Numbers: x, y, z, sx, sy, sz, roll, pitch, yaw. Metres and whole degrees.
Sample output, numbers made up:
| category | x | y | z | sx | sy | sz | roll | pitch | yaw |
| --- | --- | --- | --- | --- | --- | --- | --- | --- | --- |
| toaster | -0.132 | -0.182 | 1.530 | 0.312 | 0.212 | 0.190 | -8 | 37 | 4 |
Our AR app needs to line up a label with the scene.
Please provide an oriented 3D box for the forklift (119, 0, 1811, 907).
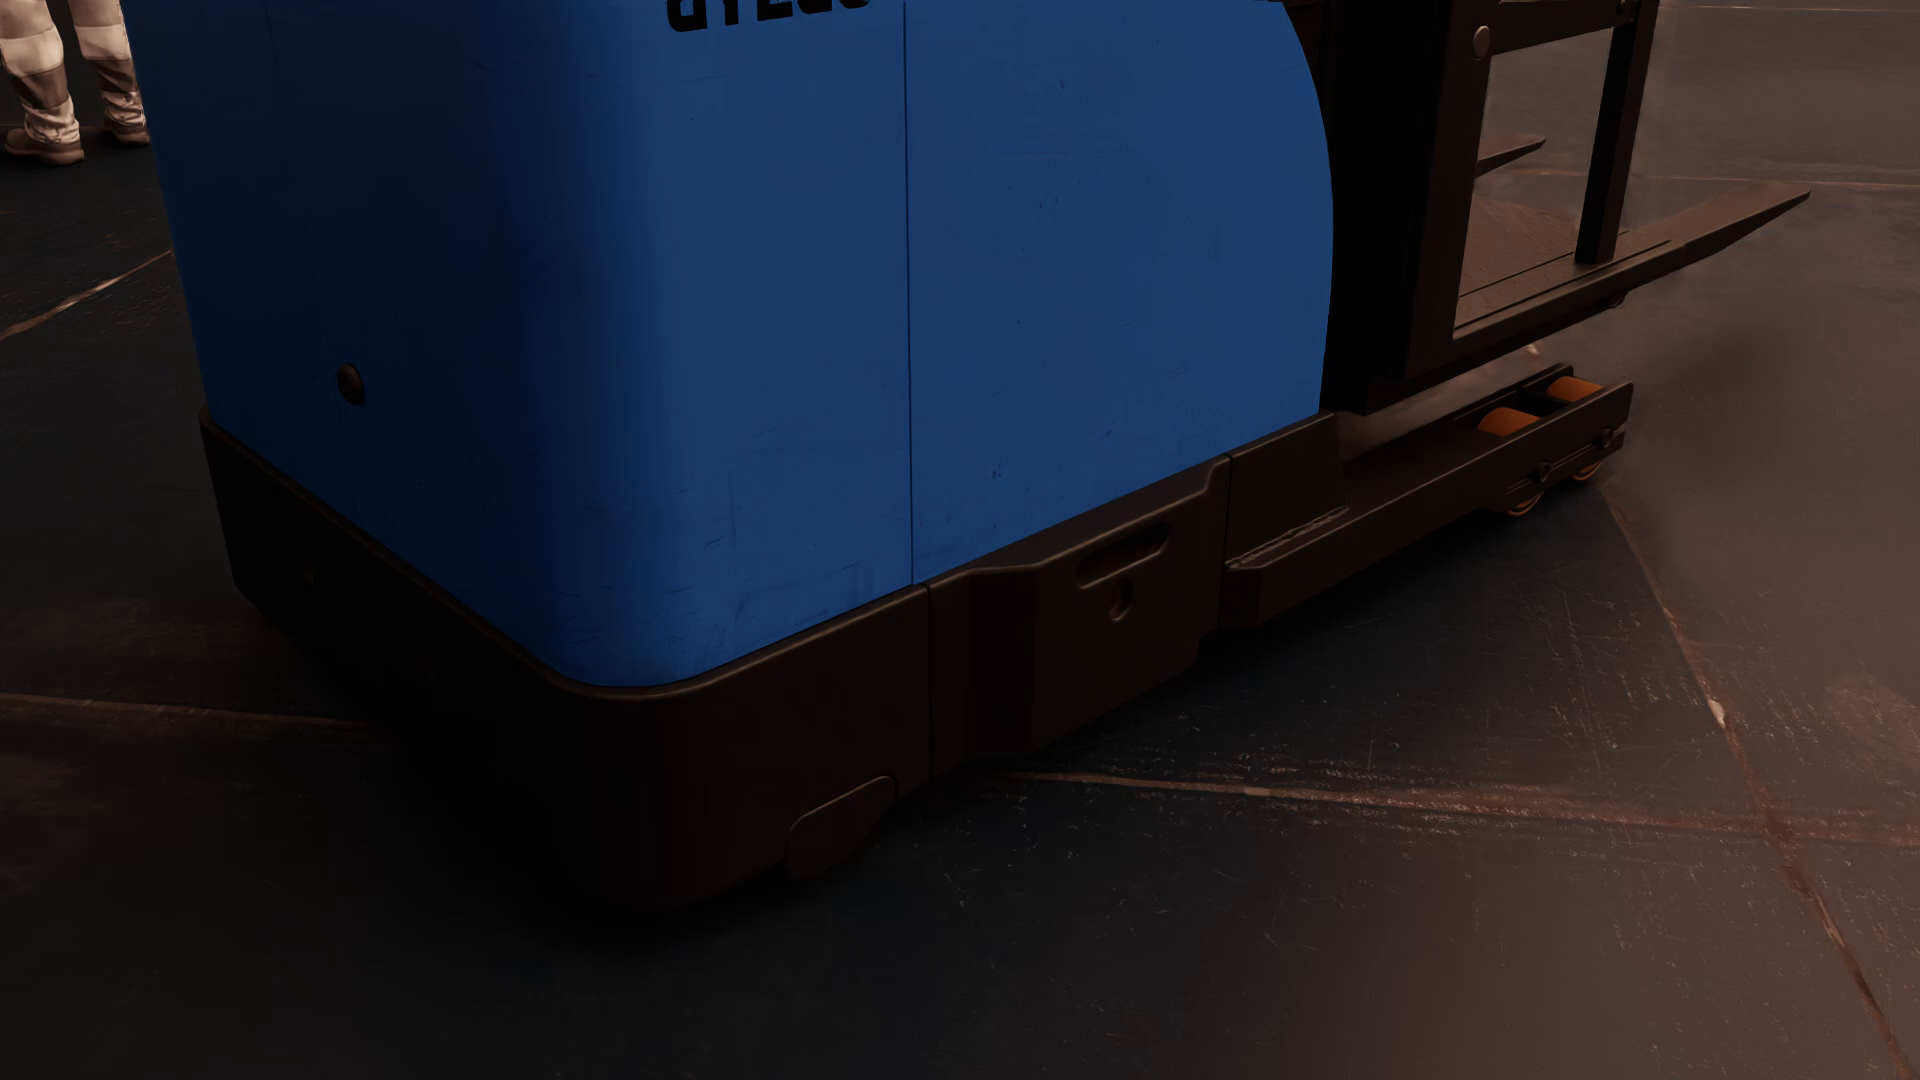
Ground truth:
| category | x | y | z | sx | sy | sz | roll | pitch | yaw |
| --- | --- | --- | --- | --- | --- | --- | --- | --- | --- |
| forklift | 0.444 | -1.500 | 2.223 | 3.031 | 2.935 | 1.130 | -22 | 34 | -37 |

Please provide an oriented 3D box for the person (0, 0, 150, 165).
| category | x | y | z | sx | sy | sz | roll | pitch | yaw |
| --- | --- | --- | --- | --- | --- | --- | --- | --- | --- |
| person | -2.493 | -1.875 | 4.245 | 0.636 | 1.791 | 0.545 | -24 | 35 | -39 |
